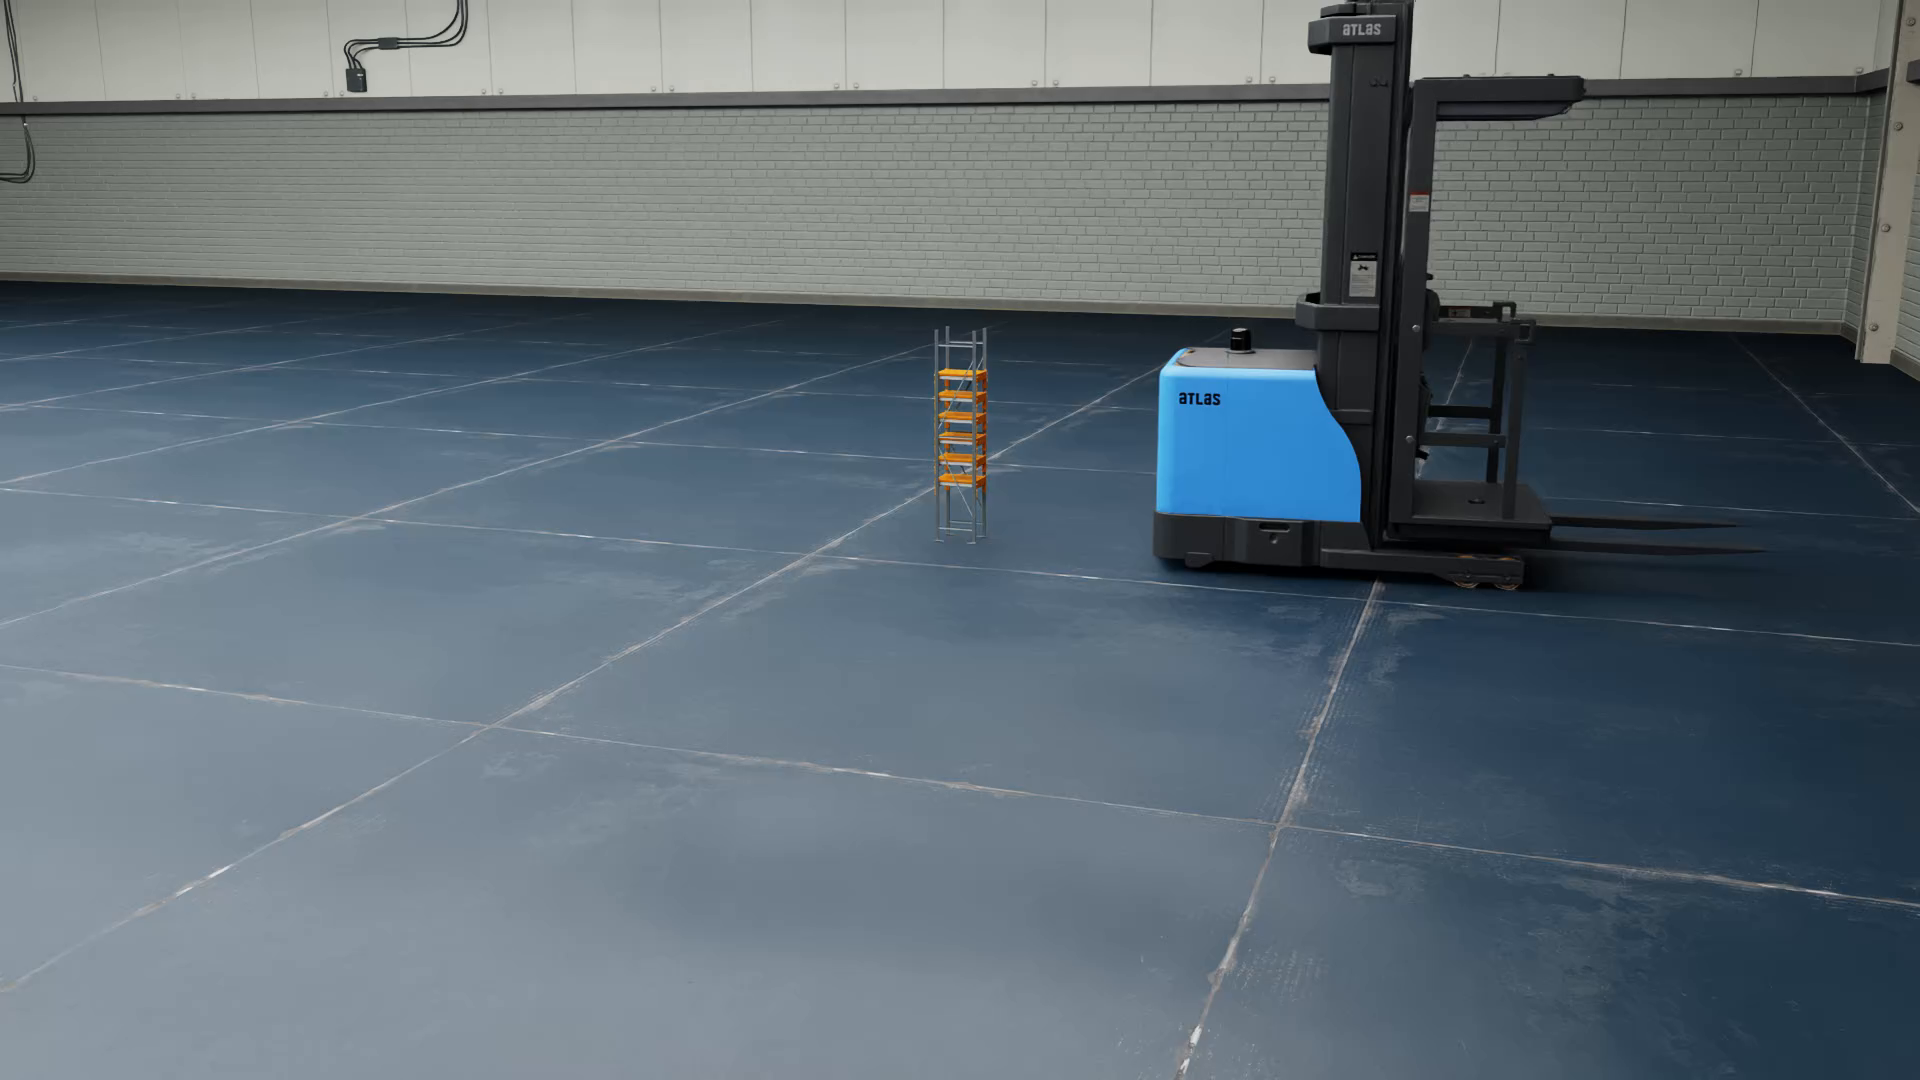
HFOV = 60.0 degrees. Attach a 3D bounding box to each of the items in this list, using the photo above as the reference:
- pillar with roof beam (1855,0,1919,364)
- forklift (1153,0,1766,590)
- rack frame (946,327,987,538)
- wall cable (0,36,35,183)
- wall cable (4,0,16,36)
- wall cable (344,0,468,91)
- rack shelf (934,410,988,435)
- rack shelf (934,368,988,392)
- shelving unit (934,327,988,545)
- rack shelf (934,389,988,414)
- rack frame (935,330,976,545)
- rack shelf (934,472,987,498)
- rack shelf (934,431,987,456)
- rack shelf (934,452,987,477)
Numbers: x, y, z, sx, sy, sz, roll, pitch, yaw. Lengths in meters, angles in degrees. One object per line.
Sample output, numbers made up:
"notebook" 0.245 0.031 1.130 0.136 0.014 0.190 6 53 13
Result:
"pillar with roof beam" 5.782 -6.625 18.292 9.100 9.000 0.400 4 14 18
"forklift" 2.597 -1.305 8.619 3.031 2.935 1.130 3 13 12
"rack frame" 0.034 -0.607 9.452 0.240 1.200 0.006 4 14 18
"wall cable" -17.746 -7.594 29.516 3.097 2.526 0.112 4 14 18
"wall cable" -15.186 -9.862 28.101 3.097 2.526 0.112 4 14 18
"wall cable" -8.768 -10.079 25.783 2.305 6.003 0.169 4 14 18
"rack shelf" 0.005 -0.662 9.351 0.258 0.103 0.180 4 14 18
"rack shelf" 0.005 -0.896 9.298 0.258 0.103 0.180 4 14 18
"shelving unit" 0.005 -0.588 9.368 0.258 1.200 0.189 4 14 18
"rack shelf" 0.005 -0.779 9.324 0.258 0.103 0.180 4 14 18
"rack frame" -0.025 -0.569 9.283 0.240 1.200 0.006 4 14 18
"rack shelf" 0.005 -0.311 9.431 0.258 0.103 0.180 4 14 18
"rack shelf" 0.005 -0.545 9.378 0.258 0.103 0.180 4 14 18
"rack shelf" 0.005 -0.428 9.404 0.258 0.103 0.180 4 14 18
